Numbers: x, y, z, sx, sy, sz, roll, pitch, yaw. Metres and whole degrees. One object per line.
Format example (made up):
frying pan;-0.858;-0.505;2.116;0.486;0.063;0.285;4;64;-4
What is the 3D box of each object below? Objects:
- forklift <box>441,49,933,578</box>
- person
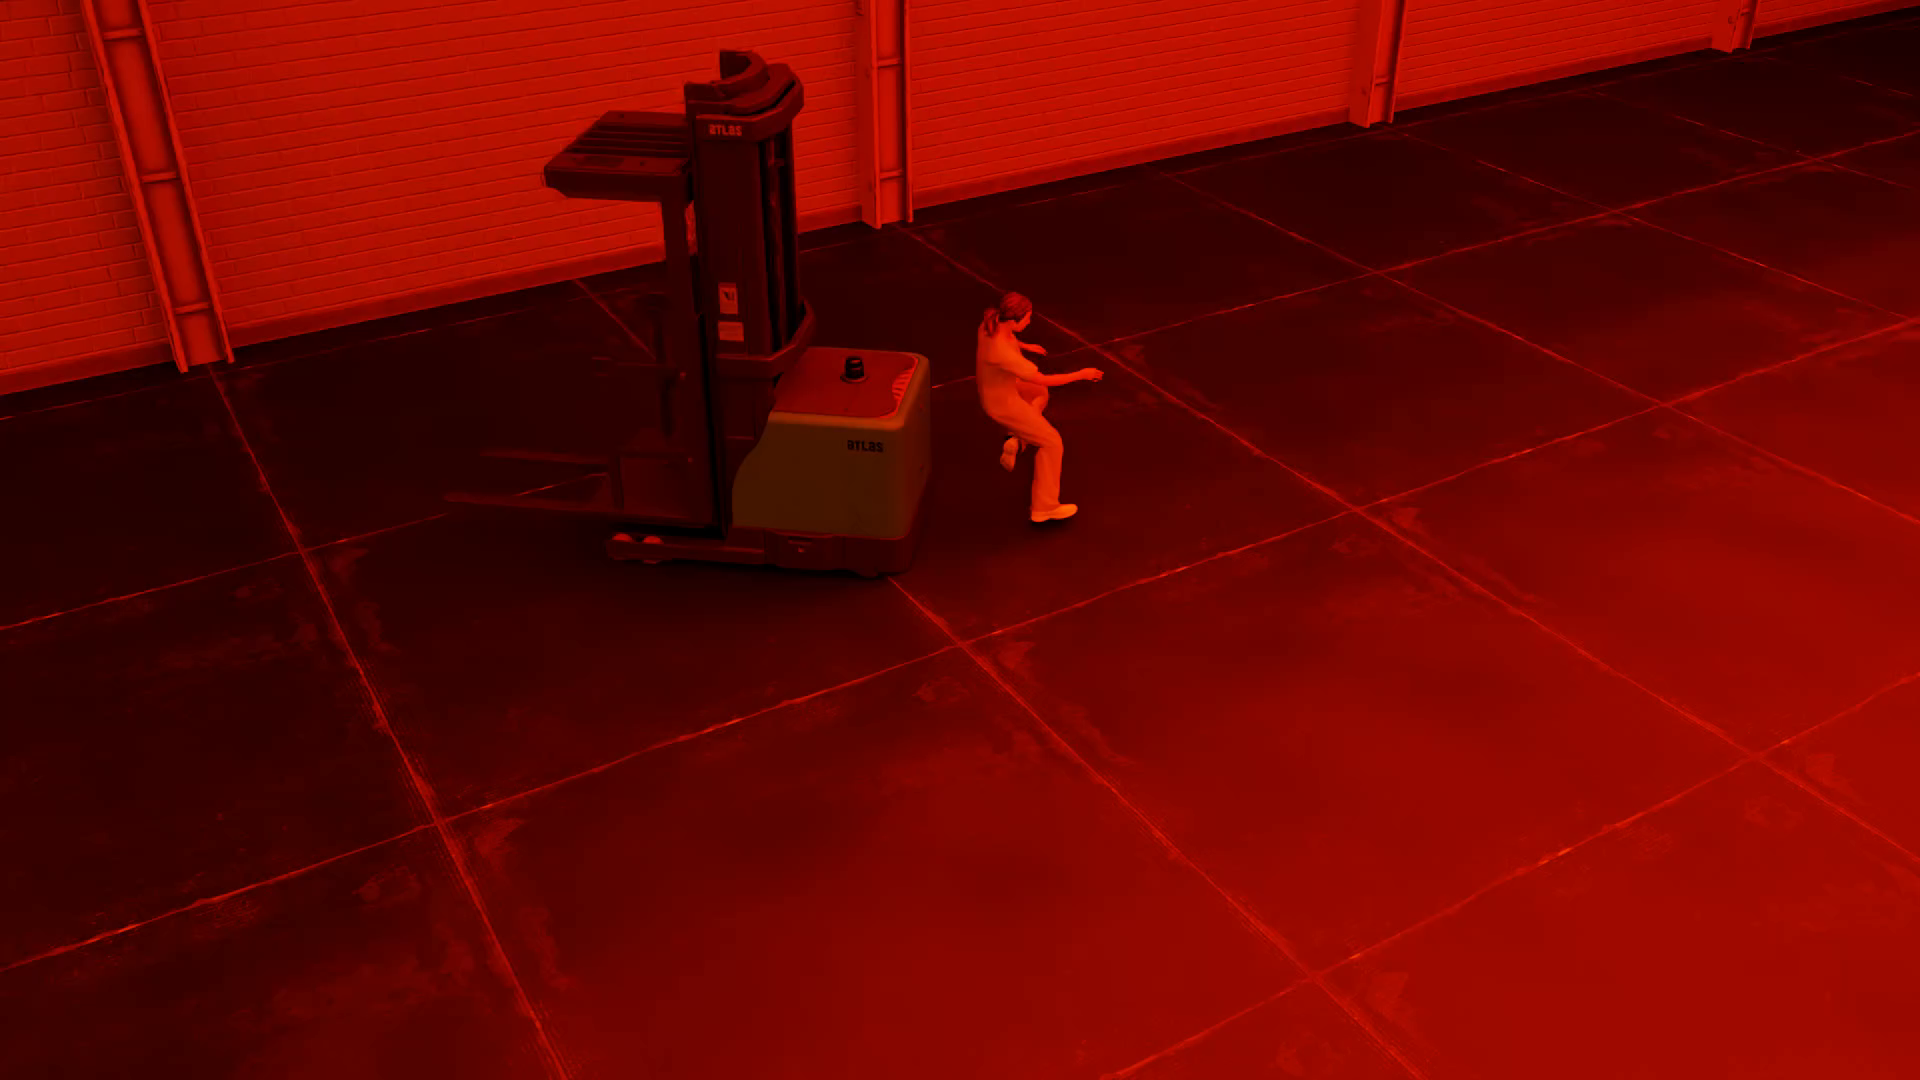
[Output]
forklift;-1.736;-1.374;9.941;3.031;2.935;1.130;5;31;8
person;0.476;-0.935;10.567;0.761;1.455;0.818;-7;32;-11
